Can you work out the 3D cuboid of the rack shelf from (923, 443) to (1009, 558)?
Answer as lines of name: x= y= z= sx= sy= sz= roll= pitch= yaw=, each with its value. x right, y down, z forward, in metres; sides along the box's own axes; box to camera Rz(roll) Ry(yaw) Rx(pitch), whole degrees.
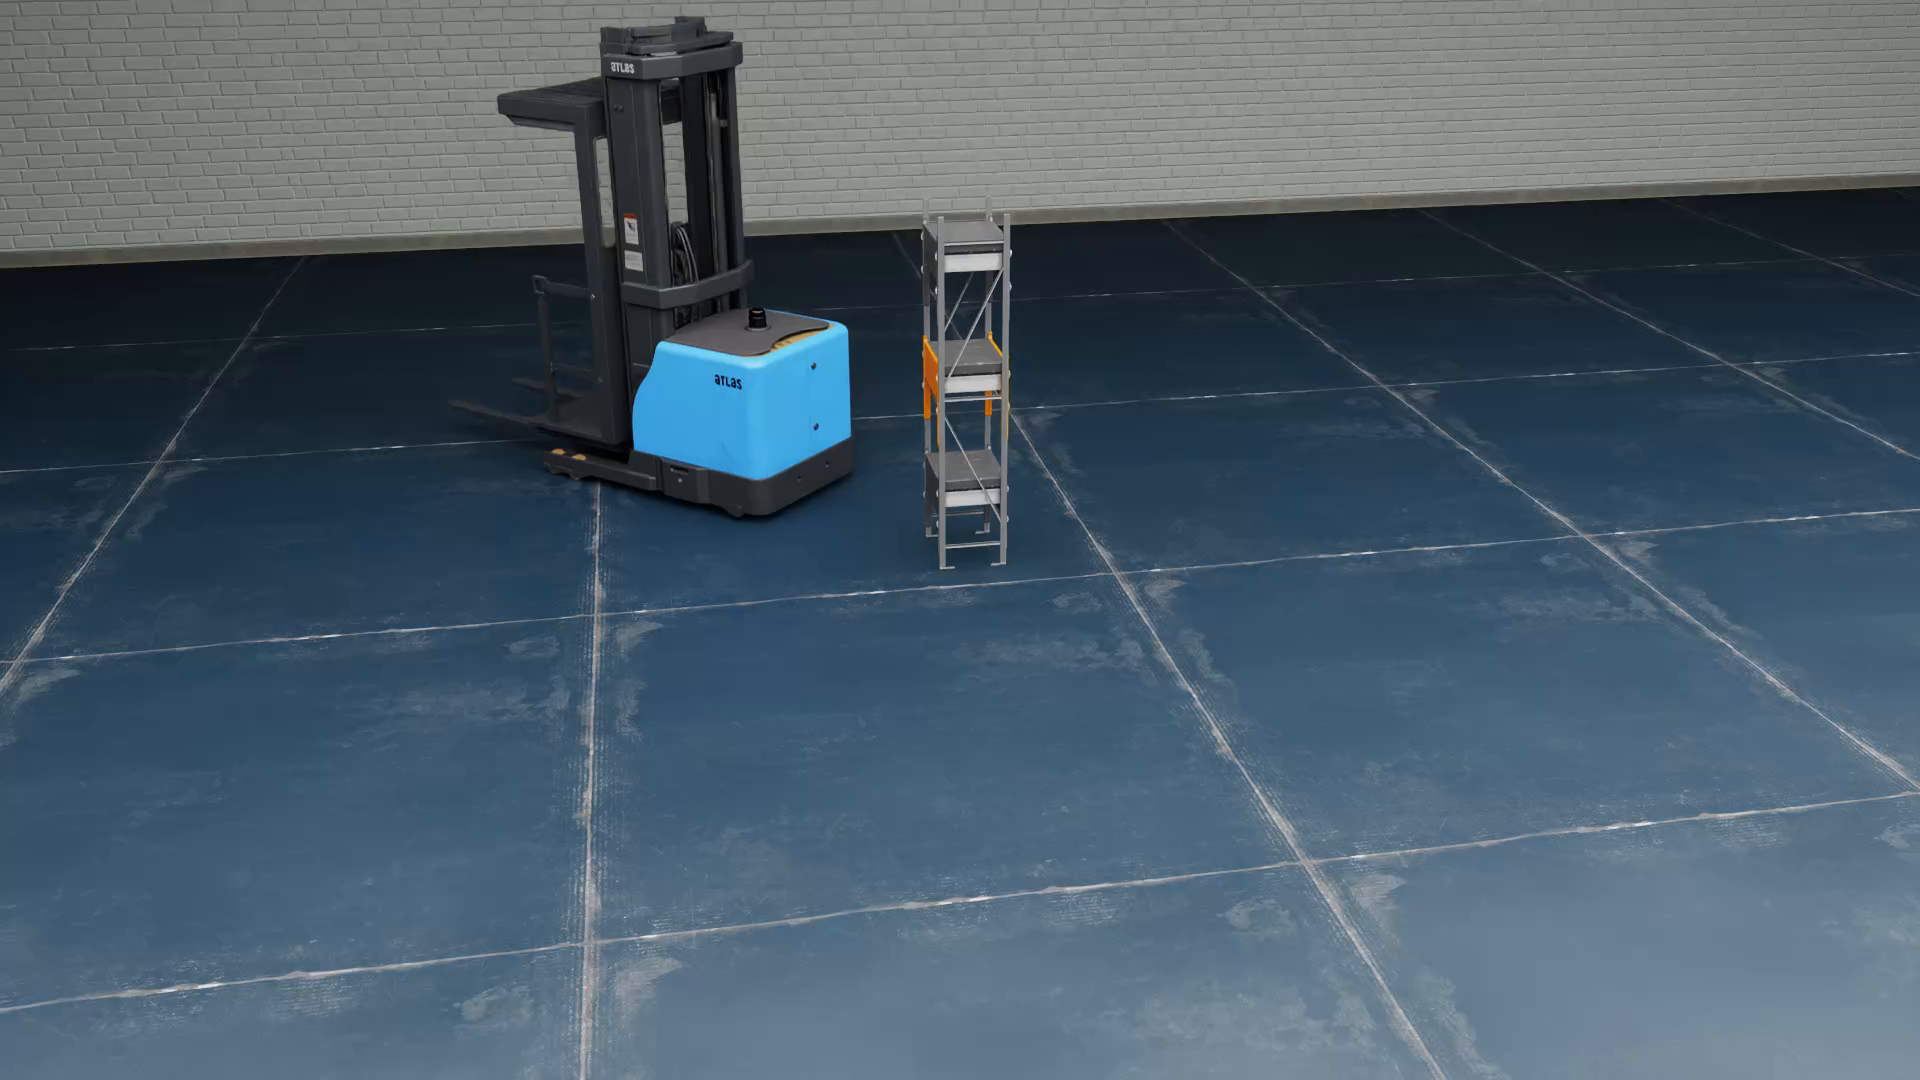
rack shelf: x=0.031 y=-0.243 z=9.966 sx=0.431 sy=0.518 sz=0.480 roll=-4 pitch=24 yaw=-10

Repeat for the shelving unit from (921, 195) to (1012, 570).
shelving unit: x=0.031 y=-0.897 z=9.681 sx=0.431 sy=2.100 sz=0.503 roll=-4 pitch=24 yaw=-10

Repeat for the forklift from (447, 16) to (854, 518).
forklift: x=-2.231 y=-1.914 z=10.970 sx=3.031 sy=2.935 sz=1.130 roll=14 pitch=27 yaw=29

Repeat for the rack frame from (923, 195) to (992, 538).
rack frame: x=-0.015 y=-0.993 z=9.900 sx=0.400 sy=2.100 sz=0.015 roll=-4 pitch=24 yaw=-10

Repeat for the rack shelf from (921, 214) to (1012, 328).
rack shelf: x=0.031 y=-1.526 z=9.406 sx=0.431 sy=0.518 sz=0.480 roll=-4 pitch=24 yaw=-10

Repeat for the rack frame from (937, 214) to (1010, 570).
rack frame: x=0.076 y=-0.801 z=9.461 sx=0.400 sy=2.100 sz=0.015 roll=-4 pitch=24 yaw=-10

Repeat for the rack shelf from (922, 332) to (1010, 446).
rack shelf: x=0.031 y=-0.885 z=9.686 sx=0.431 sy=0.518 sz=0.480 roll=-4 pitch=24 yaw=-10
